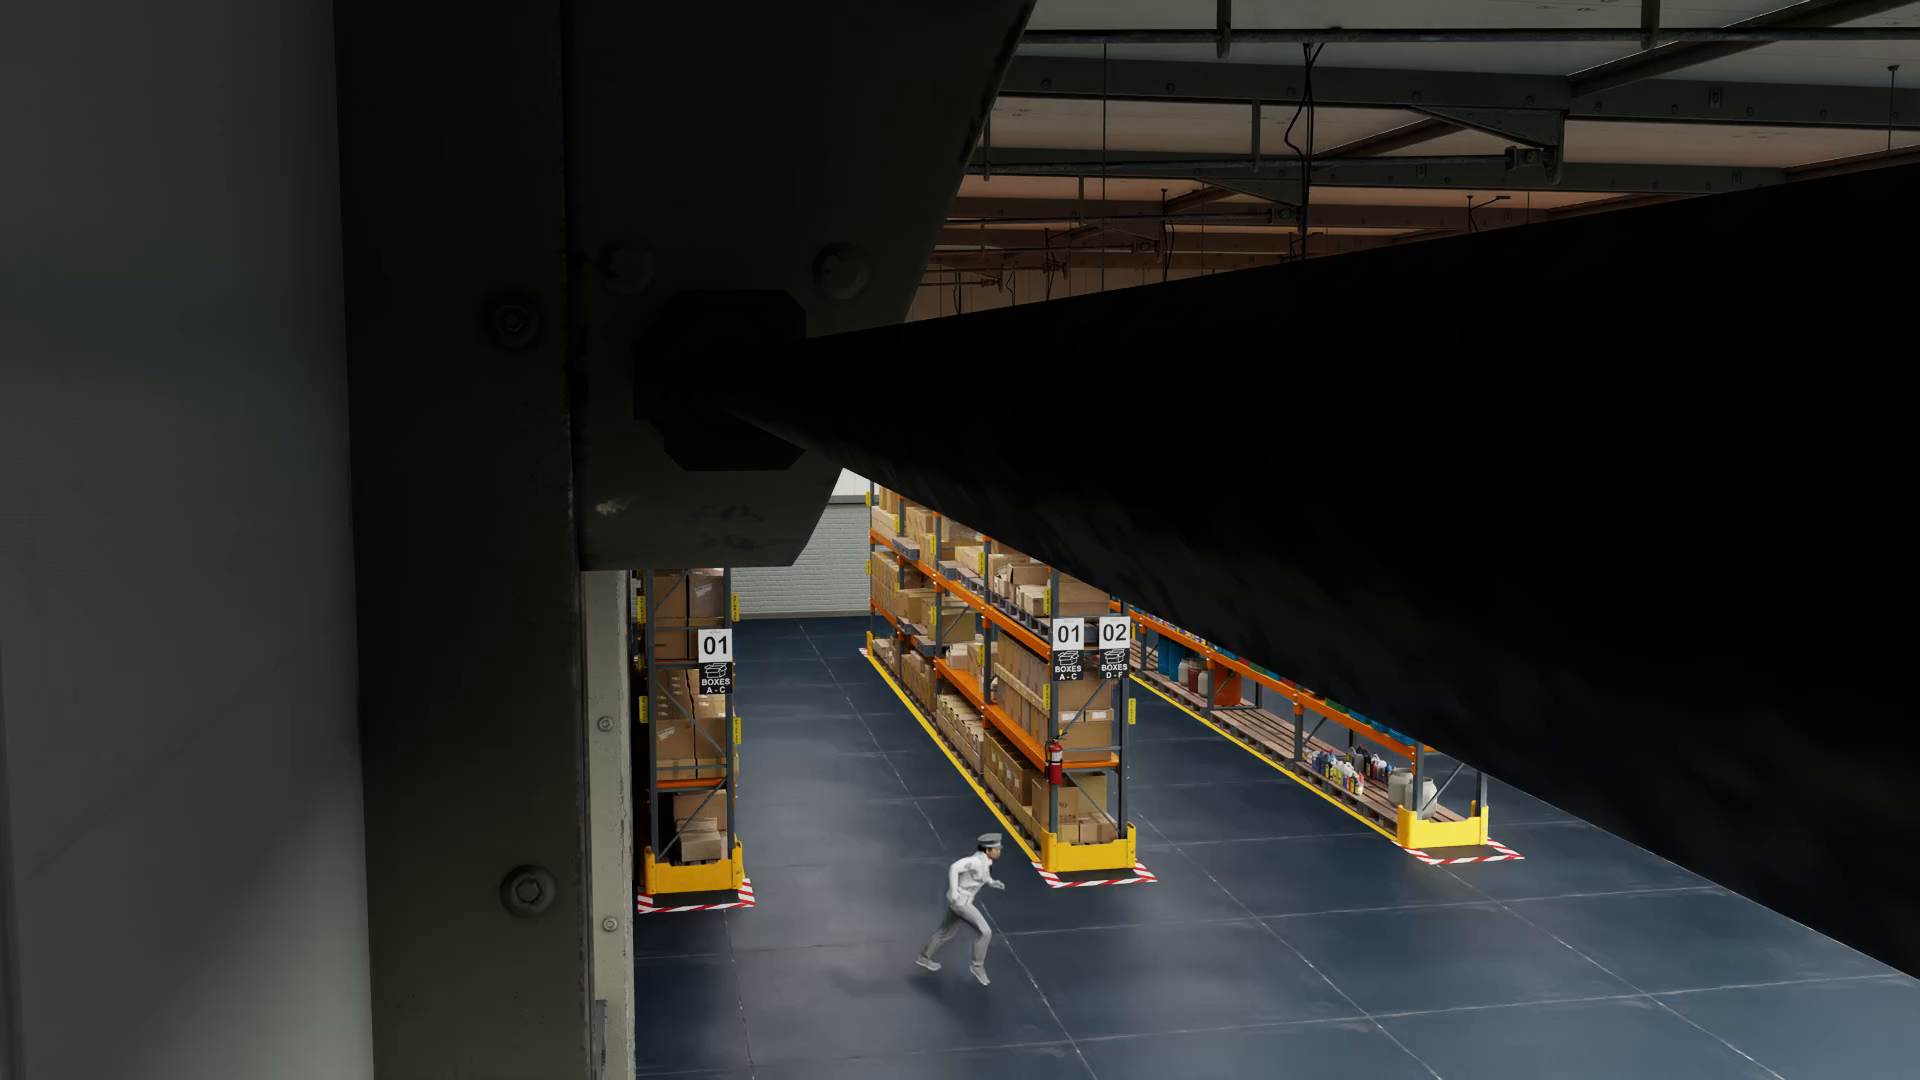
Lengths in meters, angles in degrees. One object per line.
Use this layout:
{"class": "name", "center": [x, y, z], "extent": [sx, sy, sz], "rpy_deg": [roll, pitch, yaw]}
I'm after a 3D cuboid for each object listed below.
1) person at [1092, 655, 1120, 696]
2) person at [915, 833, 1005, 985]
{"class": "person", "center": [2.331, 2.592, 28.122], "extent": [0.785, 1.636, 0.669], "rpy_deg": [1, 6, 11]}
{"class": "person", "center": [-0.013, 3.798, 17.105], "extent": [0.942, 1.611, 0.657], "rpy_deg": [1, 6, 13]}
